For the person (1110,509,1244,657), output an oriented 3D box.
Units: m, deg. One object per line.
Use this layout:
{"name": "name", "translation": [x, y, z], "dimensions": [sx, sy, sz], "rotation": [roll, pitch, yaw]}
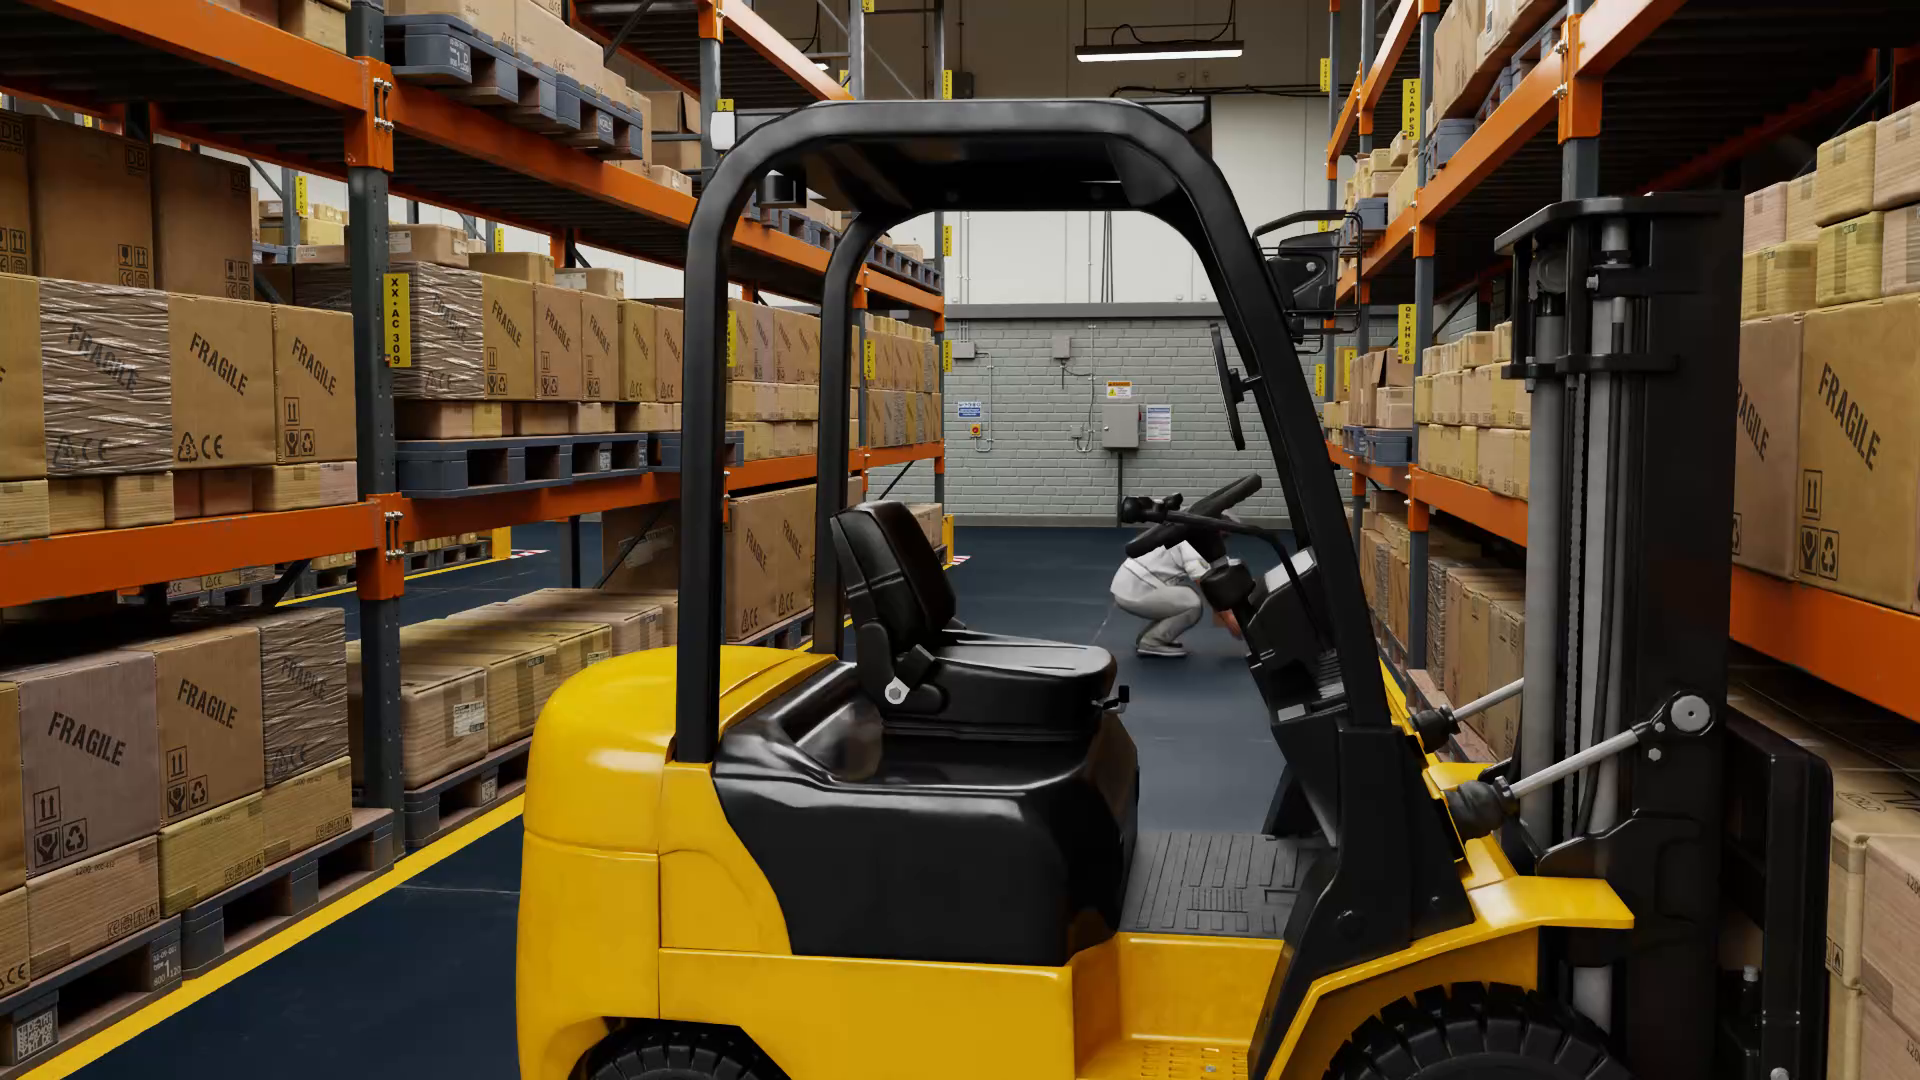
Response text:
{"name": "person", "translation": [1.458, 0.265, 11.069], "dimensions": [0.912, 1.012, 0.537], "rotation": [1, 4, 8]}
